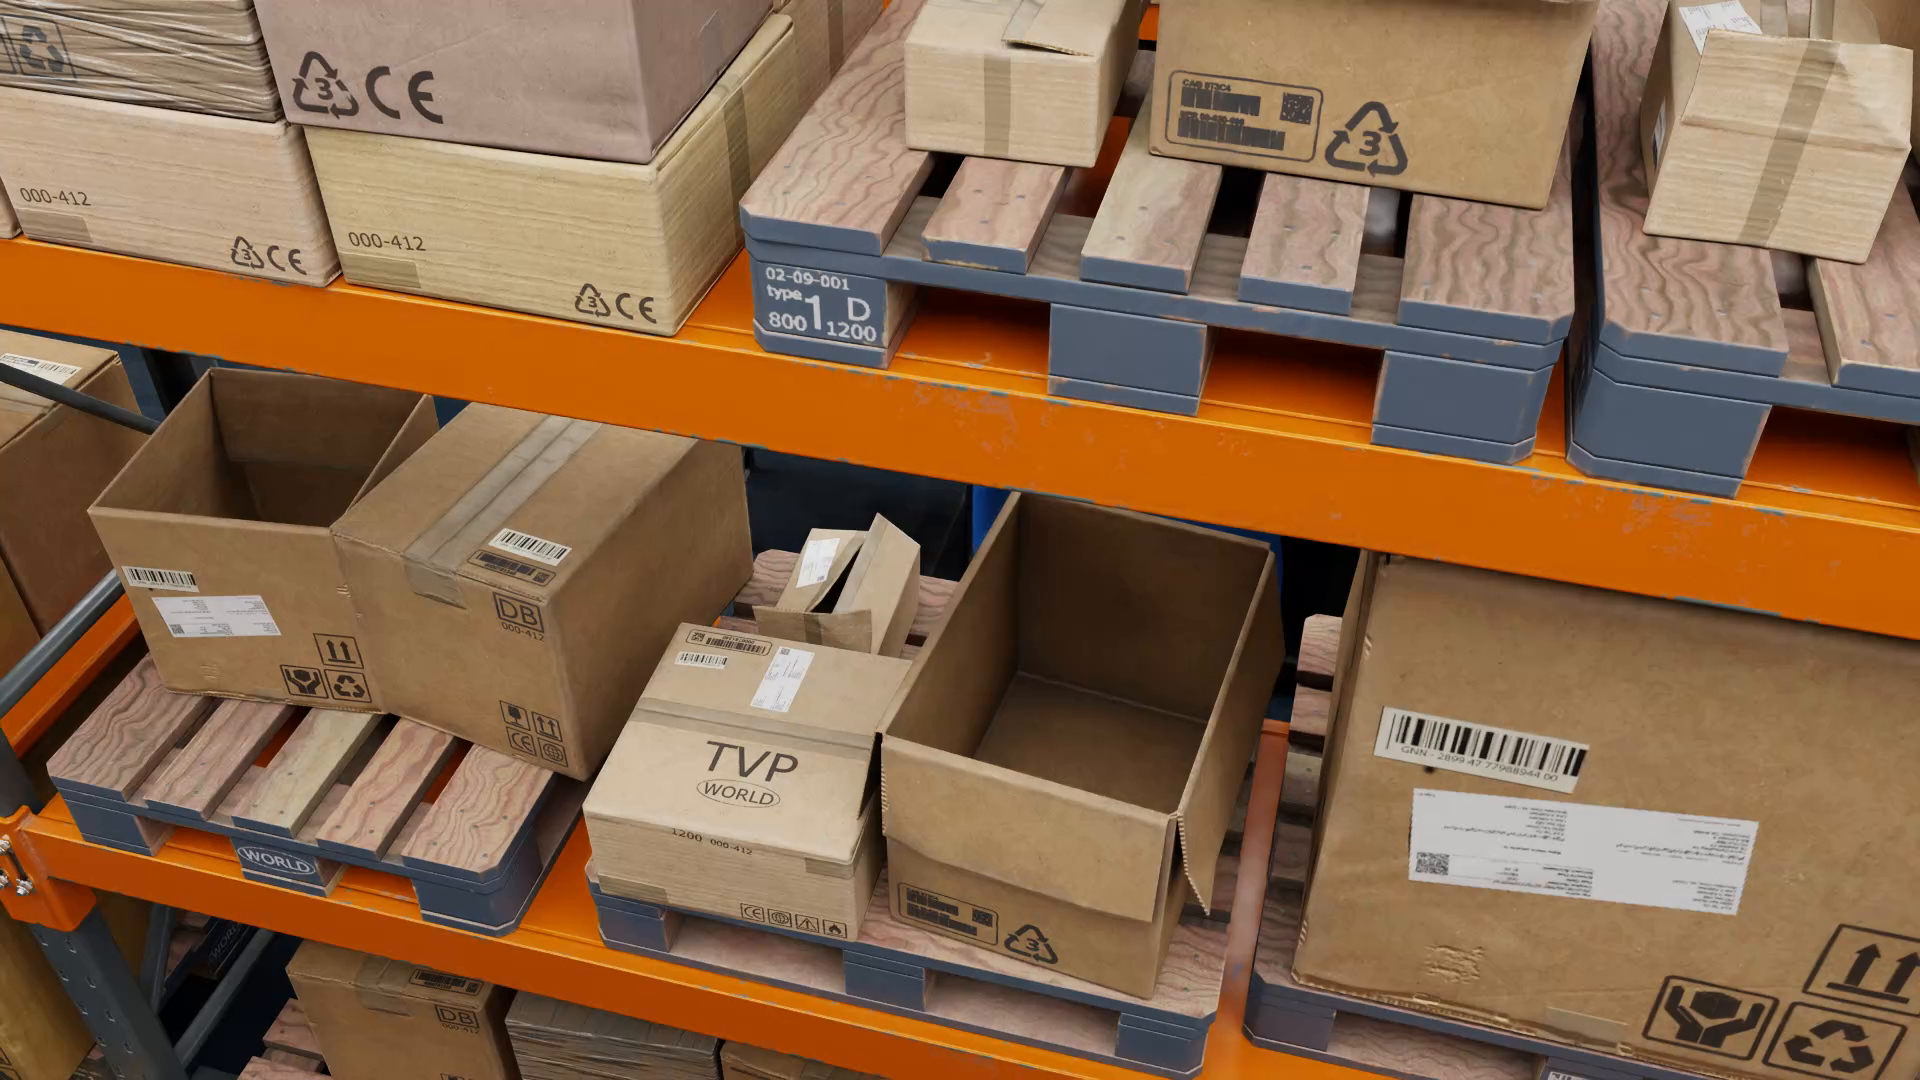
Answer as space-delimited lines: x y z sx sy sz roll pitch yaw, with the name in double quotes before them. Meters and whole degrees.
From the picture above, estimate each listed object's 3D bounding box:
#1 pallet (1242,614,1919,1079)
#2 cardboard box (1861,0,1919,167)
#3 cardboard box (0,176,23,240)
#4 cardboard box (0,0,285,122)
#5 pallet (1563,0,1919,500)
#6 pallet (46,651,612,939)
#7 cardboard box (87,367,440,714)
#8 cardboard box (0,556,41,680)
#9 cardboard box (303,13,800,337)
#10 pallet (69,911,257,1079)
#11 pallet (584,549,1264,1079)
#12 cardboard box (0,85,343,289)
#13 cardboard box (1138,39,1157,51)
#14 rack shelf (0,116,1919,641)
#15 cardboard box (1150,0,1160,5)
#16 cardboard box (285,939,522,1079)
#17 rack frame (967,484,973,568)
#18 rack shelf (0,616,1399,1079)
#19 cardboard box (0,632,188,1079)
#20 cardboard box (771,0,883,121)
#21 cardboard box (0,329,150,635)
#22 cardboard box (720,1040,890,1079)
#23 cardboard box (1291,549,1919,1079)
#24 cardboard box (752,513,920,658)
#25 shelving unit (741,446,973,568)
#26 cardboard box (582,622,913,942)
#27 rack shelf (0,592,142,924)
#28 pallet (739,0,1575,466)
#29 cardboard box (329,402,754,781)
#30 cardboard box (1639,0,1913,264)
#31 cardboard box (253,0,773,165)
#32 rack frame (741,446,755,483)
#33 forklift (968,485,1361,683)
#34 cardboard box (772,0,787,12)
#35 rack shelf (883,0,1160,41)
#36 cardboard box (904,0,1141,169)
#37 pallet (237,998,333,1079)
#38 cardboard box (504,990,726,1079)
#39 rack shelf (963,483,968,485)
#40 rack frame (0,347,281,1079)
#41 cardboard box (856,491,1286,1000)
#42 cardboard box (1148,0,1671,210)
"pallet" 1.230 0.651 3.291 1.213 0.211 1.003 10 41 11
"cardboard box" 1.502 -0.694 2.004 0.637 0.503 0.797 8 41 9
"cardboard box" -1.545 -0.725 2.565 0.500 0.250 0.500 10 41 12
"cardboard box" -1.057 -0.924 2.219 0.500 0.500 0.500 10 41 12
"pallet" 1.362 -0.450 2.268 1.003 0.211 1.213 10 41 11
"pallet" -1.217 0.256 3.762 1.003 0.211 1.213 10 41 11
"cardboard box" -1.401 -0.004 3.518 0.500 0.500 0.500 5 40 6
"cardboard box" -2.474 0.164 3.645 0.500 0.500 0.500 11 41 13
"cardboard box" -0.550 -0.560 2.368 0.500 0.250 0.500 11 41 12
"pallet" -2.676 1.020 4.871 1.213 0.211 1.003 10 41 11
"pallet" -0.011 0.507 3.463 1.213 0.211 1.003 10 41 11
"cardboard box" -1.049 -0.639 2.463 0.500 0.250 0.500 11 41 12
"cardboard box" 0.857 -1.933 7.643 0.750 0.750 1.050 10 41 12
"rack shelf" -0.001 -0.411 2.633 4.000 0.370 1.077 10 41 11
"cardboard box" 0.789 -2.564 6.892 0.500 0.500 0.500 10 41 11
"cardboard box" -1.281 1.018 4.307 0.500 0.500 0.700 8 41 9
"rack frame" 0.098 -0.557 5.747 0.032 1.500 0.500 9 41 11
"rack shelf" -0.001 0.738 3.598 4.000 0.370 1.077 10 41 11
"cardboard box" -2.595 0.655 4.463 0.875 0.875 1.225 8 41 9
"cardboard box" -0.444 -0.875 2.744 0.500 0.250 0.500 11 41 13
"cardboard box" -2.333 -0.158 4.028 0.500 0.500 0.500 11 41 13
"cardboard box" -0.192 1.192 4.100 0.500 0.500 0.700 13 42 15
"cardboard box" 1.199 0.186 2.904 1.000 1.000 1.000 10 41 12
"cardboard box" -0.253 0.130 3.540 0.258 0.266 0.396 9 41 10
"shelving unit" -0.395 -0.636 5.841 1.048 1.500 0.538 9 41 11
"cardboard box" -0.374 0.448 3.174 0.500 0.250 0.500 9 41 10
"rack shelf" -3.865 0.073 4.390 4.000 0.370 1.077 10 41 11
"pallet" 0.359 -0.621 2.471 1.003 0.211 1.213 10 41 11
"cardboard box" -0.836 0.027 3.482 0.500 0.500 0.700 16 42 18
"cardboard box" 0.997 -0.557 2.026 0.258 0.266 0.396 11 41 13
"cardboard box" -0.569 -0.844 2.124 0.500 0.500 0.500 9 41 10
"rack frame" -0.888 -0.715 5.935 0.032 1.500 0.500 9 41 11
"forklift" 1.603 -0.878 5.016 3.031 2.935 1.130 9 41 11
"cardboard box" -0.435 -1.154 2.493 0.500 0.500 0.500 10 41 12
"rack shelf" 1.378 -2.327 7.247 4.000 0.370 1.077 10 41 11
"cardboard box" 0.094 -0.674 2.243 0.250 0.166 0.380 9 41 10
"pallet" -1.179 1.329 4.504 1.213 0.211 1.003 10 41 11
"cardboard box" -0.742 1.102 4.207 0.500 0.500 0.700 7 40 8
"rack shelf" -0.395 -0.498 5.957 1.000 0.185 0.538 9 41 11
"rack frame" -1.933 0.130 3.763 0.127 3.000 1.000 10 41 11
"cardboard box" 0.232 0.364 3.077 0.637 0.503 0.797 14 42 16
"cardboard box" 0.592 -0.850 2.190 0.637 0.503 0.797 11 41 13
